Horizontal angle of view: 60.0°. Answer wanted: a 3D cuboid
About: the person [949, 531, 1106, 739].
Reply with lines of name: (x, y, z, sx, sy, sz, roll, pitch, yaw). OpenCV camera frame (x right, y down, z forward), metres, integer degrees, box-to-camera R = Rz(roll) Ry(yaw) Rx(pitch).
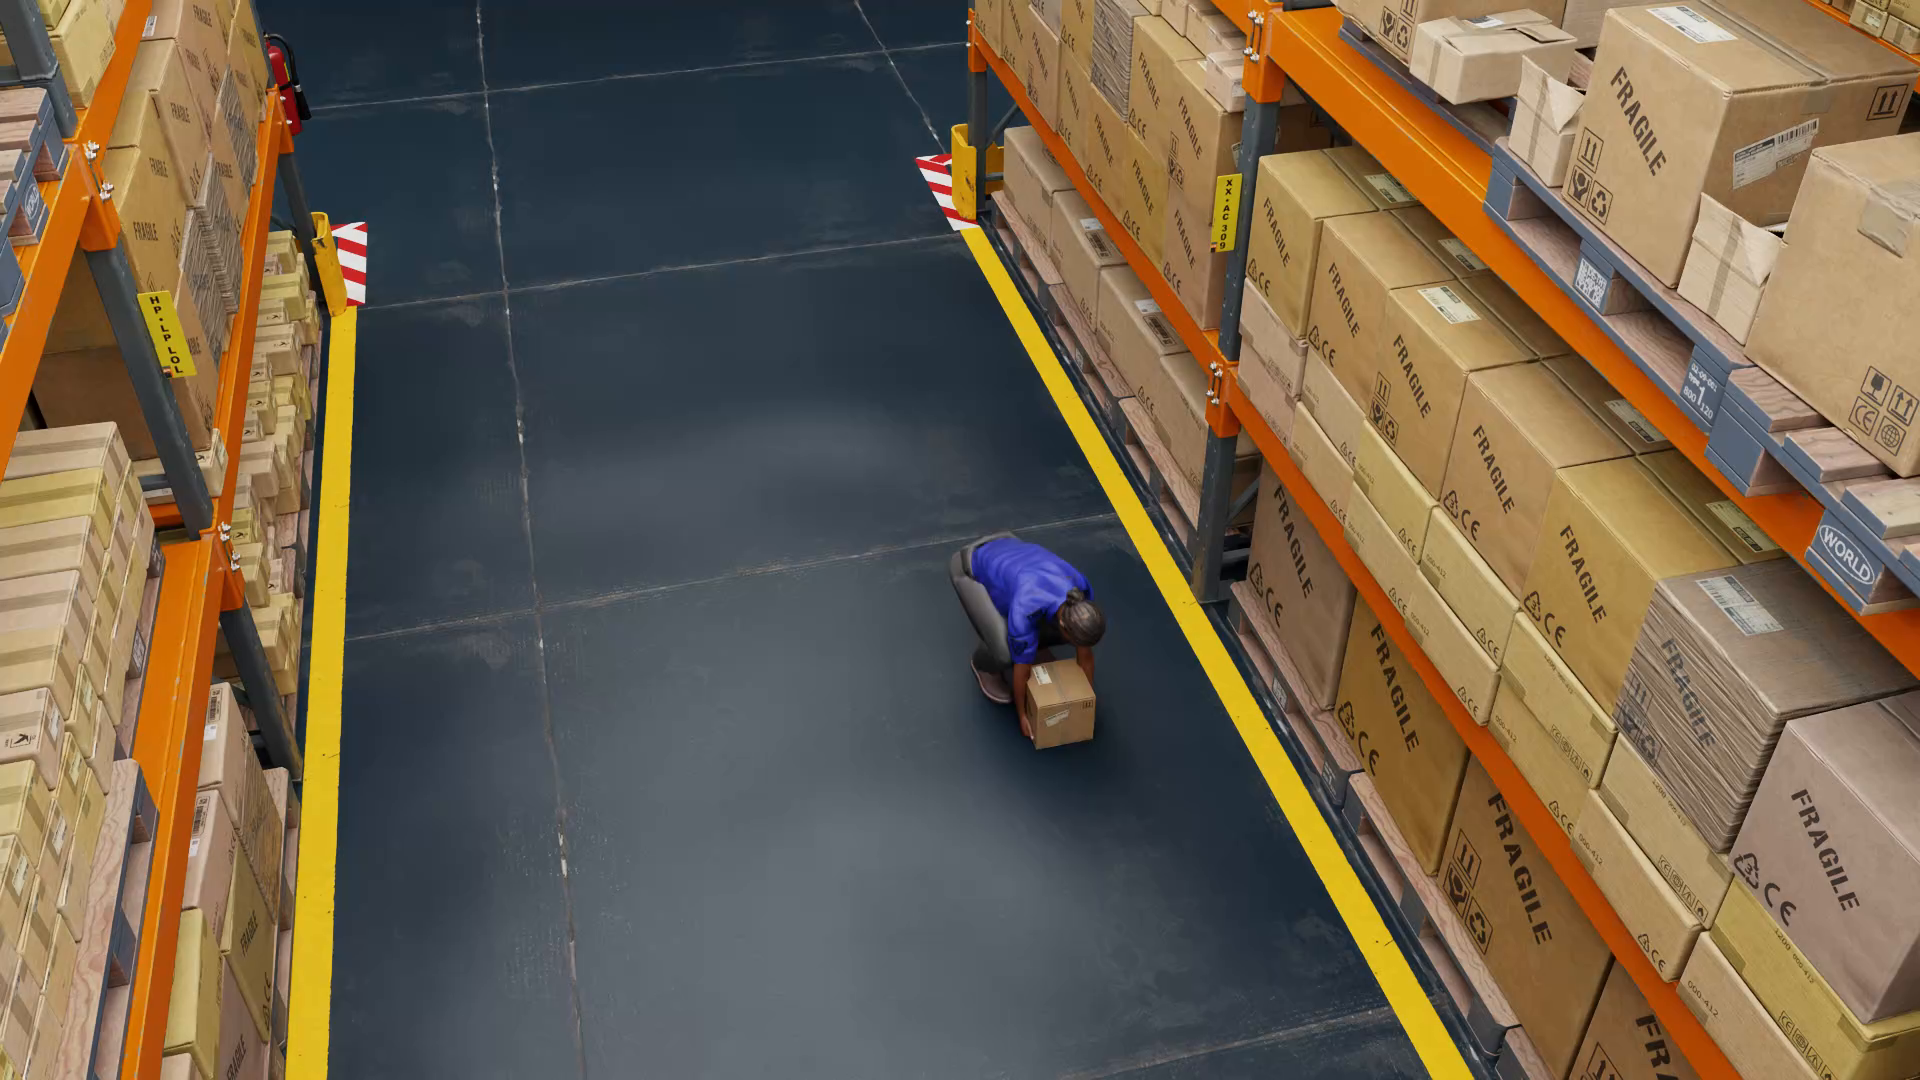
person: (0.297, 0.367, 7.007, 0.451, 0.757, 0.861, -20, 43, -23)
